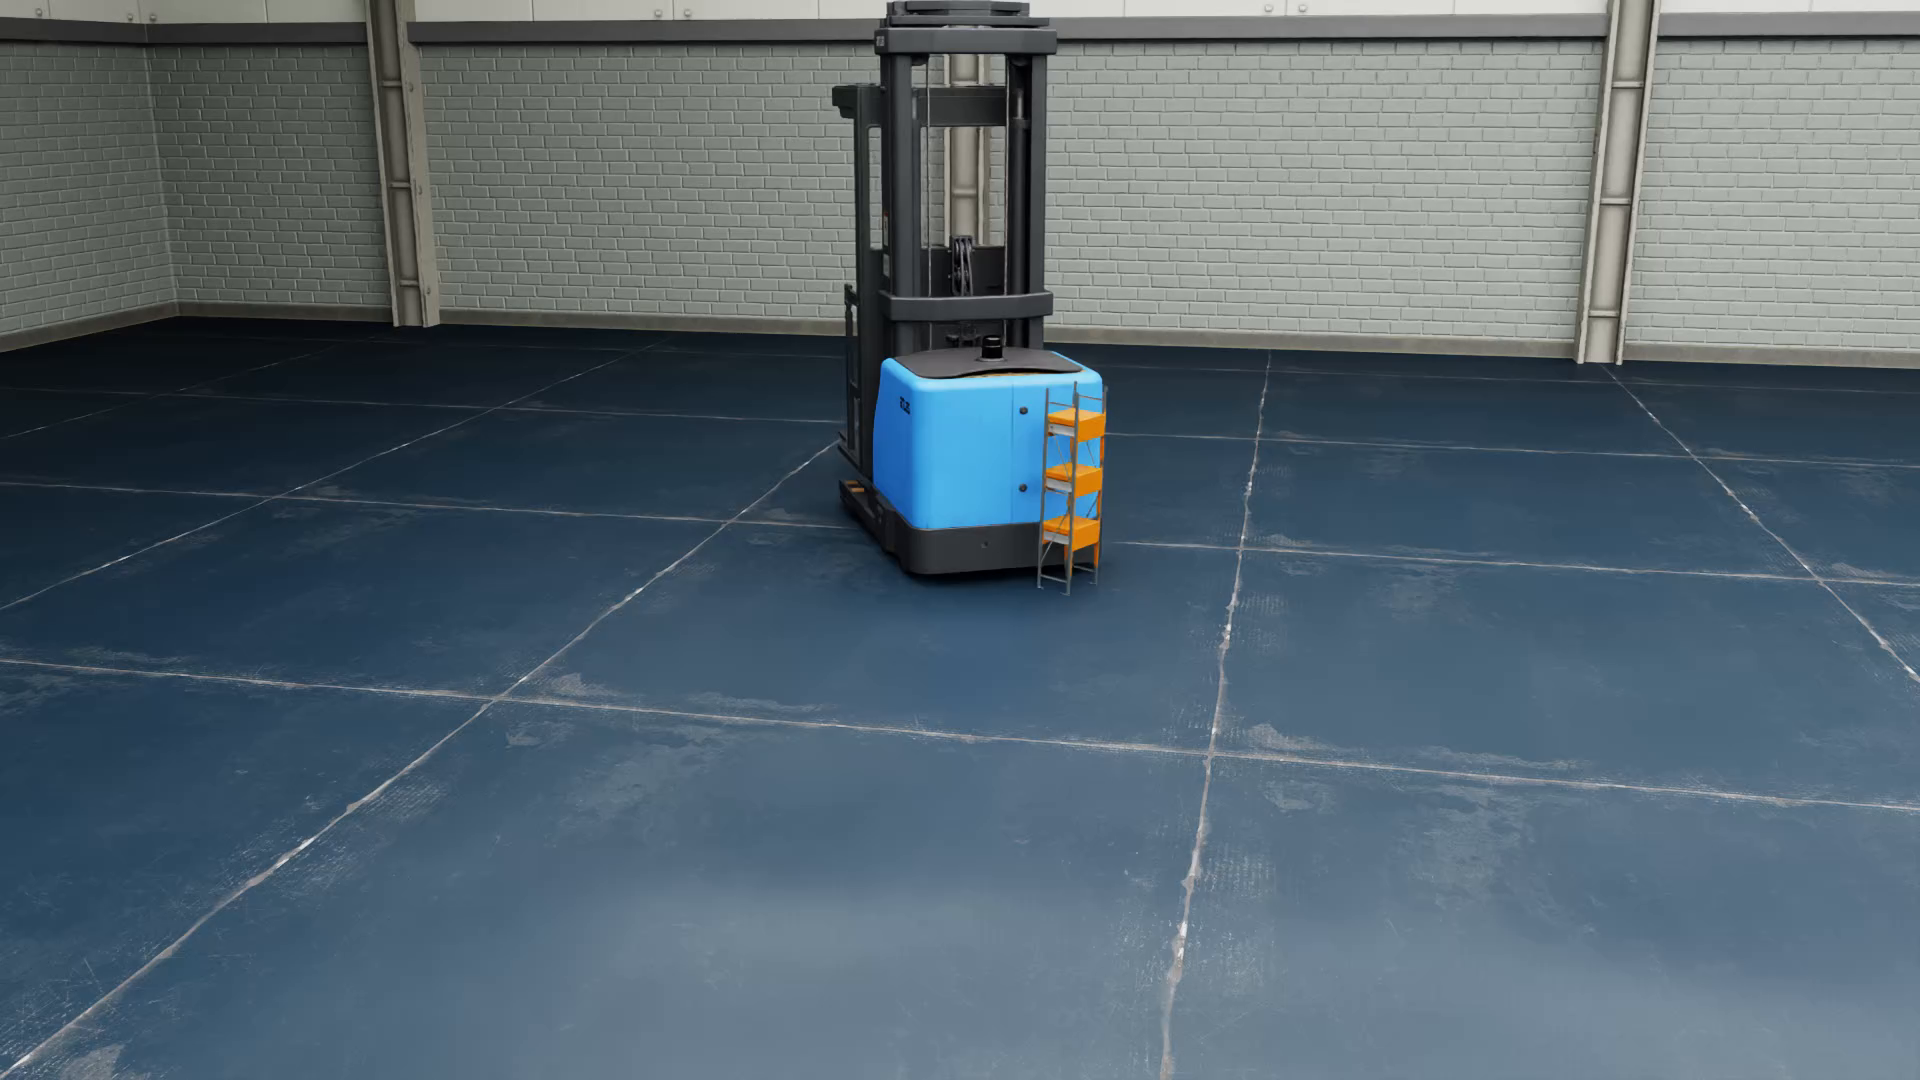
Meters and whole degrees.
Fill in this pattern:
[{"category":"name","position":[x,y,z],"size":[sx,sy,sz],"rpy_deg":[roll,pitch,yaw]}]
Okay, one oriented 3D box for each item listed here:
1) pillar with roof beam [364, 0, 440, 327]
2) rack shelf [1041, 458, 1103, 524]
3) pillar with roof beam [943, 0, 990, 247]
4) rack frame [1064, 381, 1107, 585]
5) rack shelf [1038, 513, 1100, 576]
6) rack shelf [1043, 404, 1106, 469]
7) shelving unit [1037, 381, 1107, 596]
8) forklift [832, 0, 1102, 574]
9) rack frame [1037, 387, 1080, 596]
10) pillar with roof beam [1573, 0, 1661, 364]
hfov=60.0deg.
[{"category":"pillar with roof beam","position":[-6.673,-5.518,12.556],"size":[0.400,9.000,9.100],"rpy_deg":[3,16,11]},{"category":"rack shelf","position":[0.567,-0.251,8.457],"size":[0.215,0.259,0.240],"rpy_deg":[14,21,36]},{"category":"pillar with roof beam","position":[-0.793,-5.199,11.403],"size":[0.400,9.000,9.100],"rpy_deg":[3,16,11]},{"category":"rack frame","position":[0.644,-0.287,8.546],"size":[0.200,1.050,0.008],"rpy_deg":[14,21,36]},{"category":"rack shelf","position":[0.559,0.015,8.537],"size":[0.215,0.259,0.240],"rpy_deg":[14,21,36]},{"category":"rack shelf","position":[0.576,-0.523,8.375],"size":[0.215,0.259,0.240],"rpy_deg":[14,21,36]},{"category":"shelving unit","position":[0.568,-0.261,8.454],"size":[0.215,1.050,0.252],"rpy_deg":[14,21,36]},{"category":"forklift","position":[-0.116,-1.586,9.726],"size":[1.130,2.935,3.031],"rpy_deg":[-4,16,-14]},{"category":"rack frame","position":[0.492,-0.236,8.362],"size":[0.200,1.050,0.008],"rpy_deg":[14,21,36]},{"category":"pillar with roof beam","position":[5.087,-4.880,10.251],"size":[0.400,9.000,9.100],"rpy_deg":[3,16,11]}]
